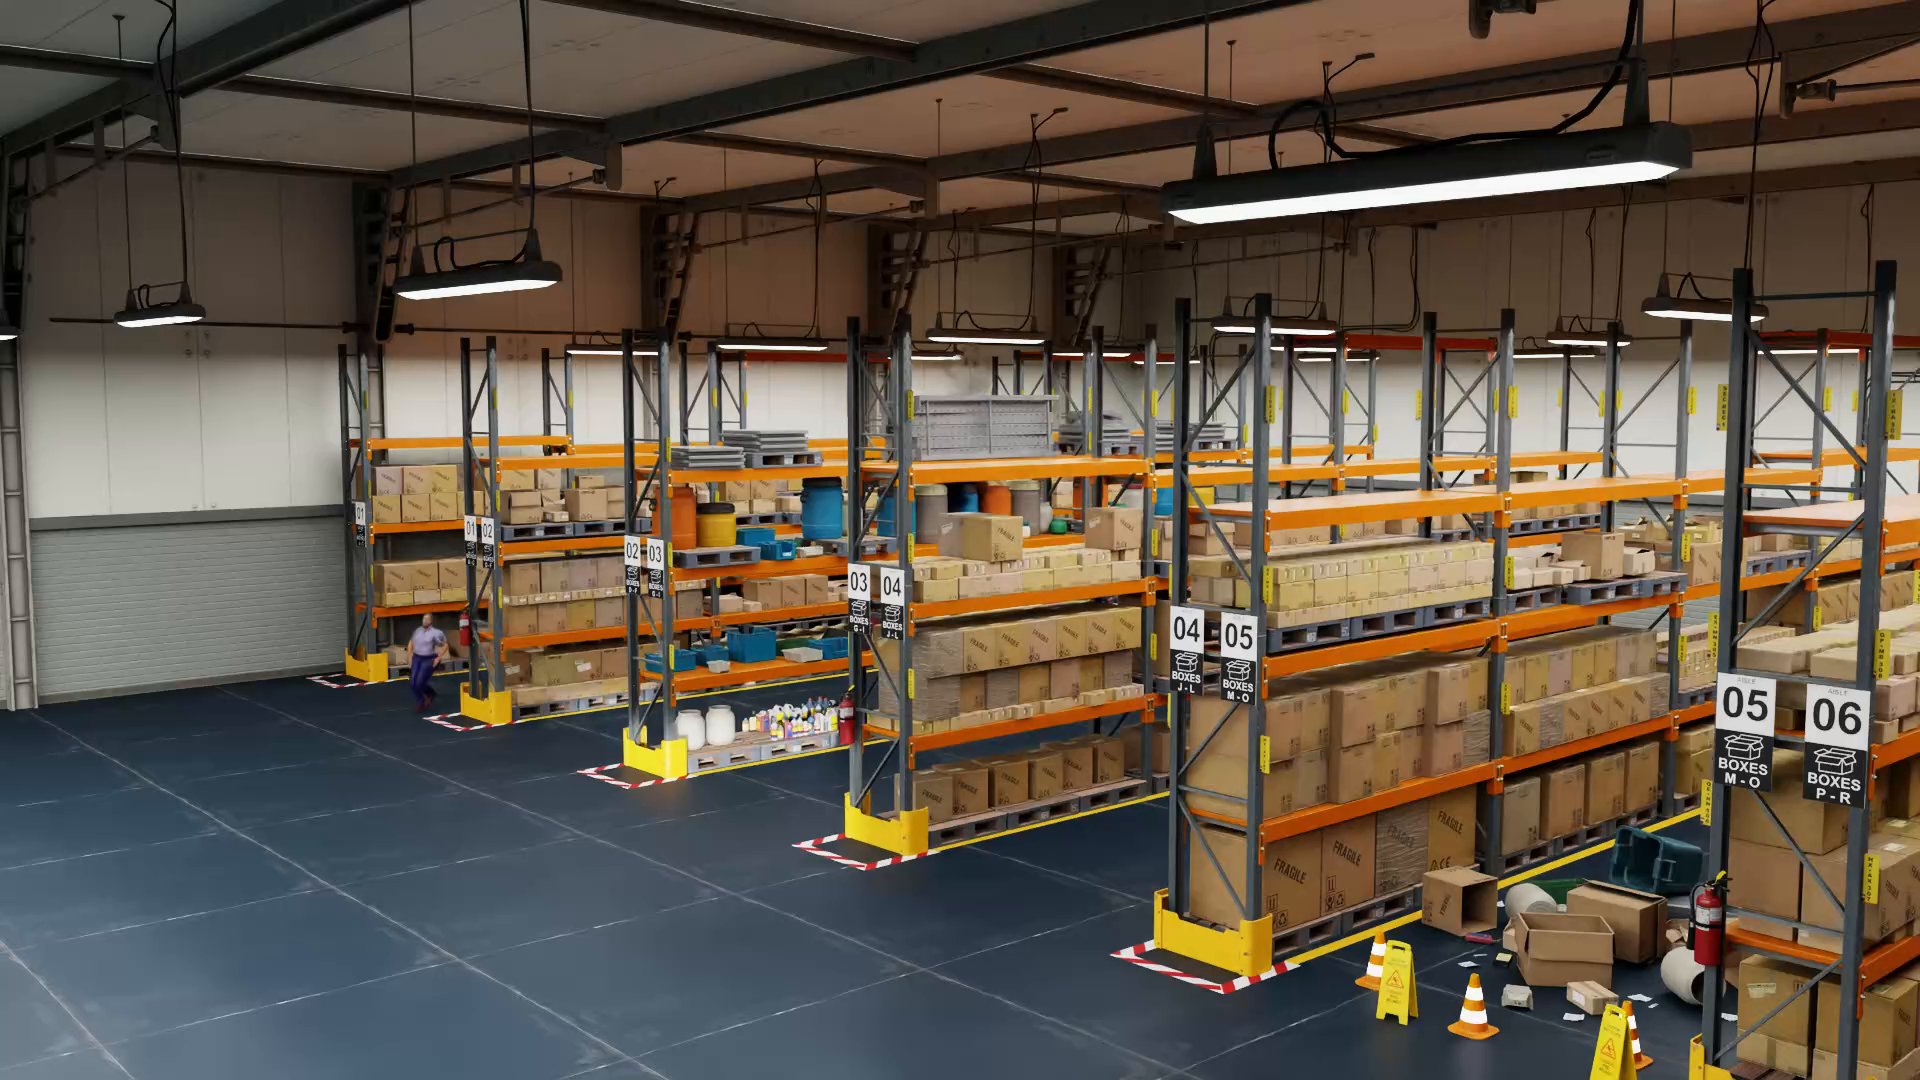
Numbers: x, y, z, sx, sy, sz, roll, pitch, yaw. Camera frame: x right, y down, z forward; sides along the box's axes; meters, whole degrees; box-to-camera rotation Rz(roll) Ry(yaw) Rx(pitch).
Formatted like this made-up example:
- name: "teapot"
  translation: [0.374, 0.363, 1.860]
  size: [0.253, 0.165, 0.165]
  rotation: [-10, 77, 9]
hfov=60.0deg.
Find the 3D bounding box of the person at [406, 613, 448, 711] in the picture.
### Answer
- name: "person"
  translation: [-8.635, 1.975, 26.836]
  size: [0.675, 1.602, 0.499]
  rotation: [2, 5, 18]
